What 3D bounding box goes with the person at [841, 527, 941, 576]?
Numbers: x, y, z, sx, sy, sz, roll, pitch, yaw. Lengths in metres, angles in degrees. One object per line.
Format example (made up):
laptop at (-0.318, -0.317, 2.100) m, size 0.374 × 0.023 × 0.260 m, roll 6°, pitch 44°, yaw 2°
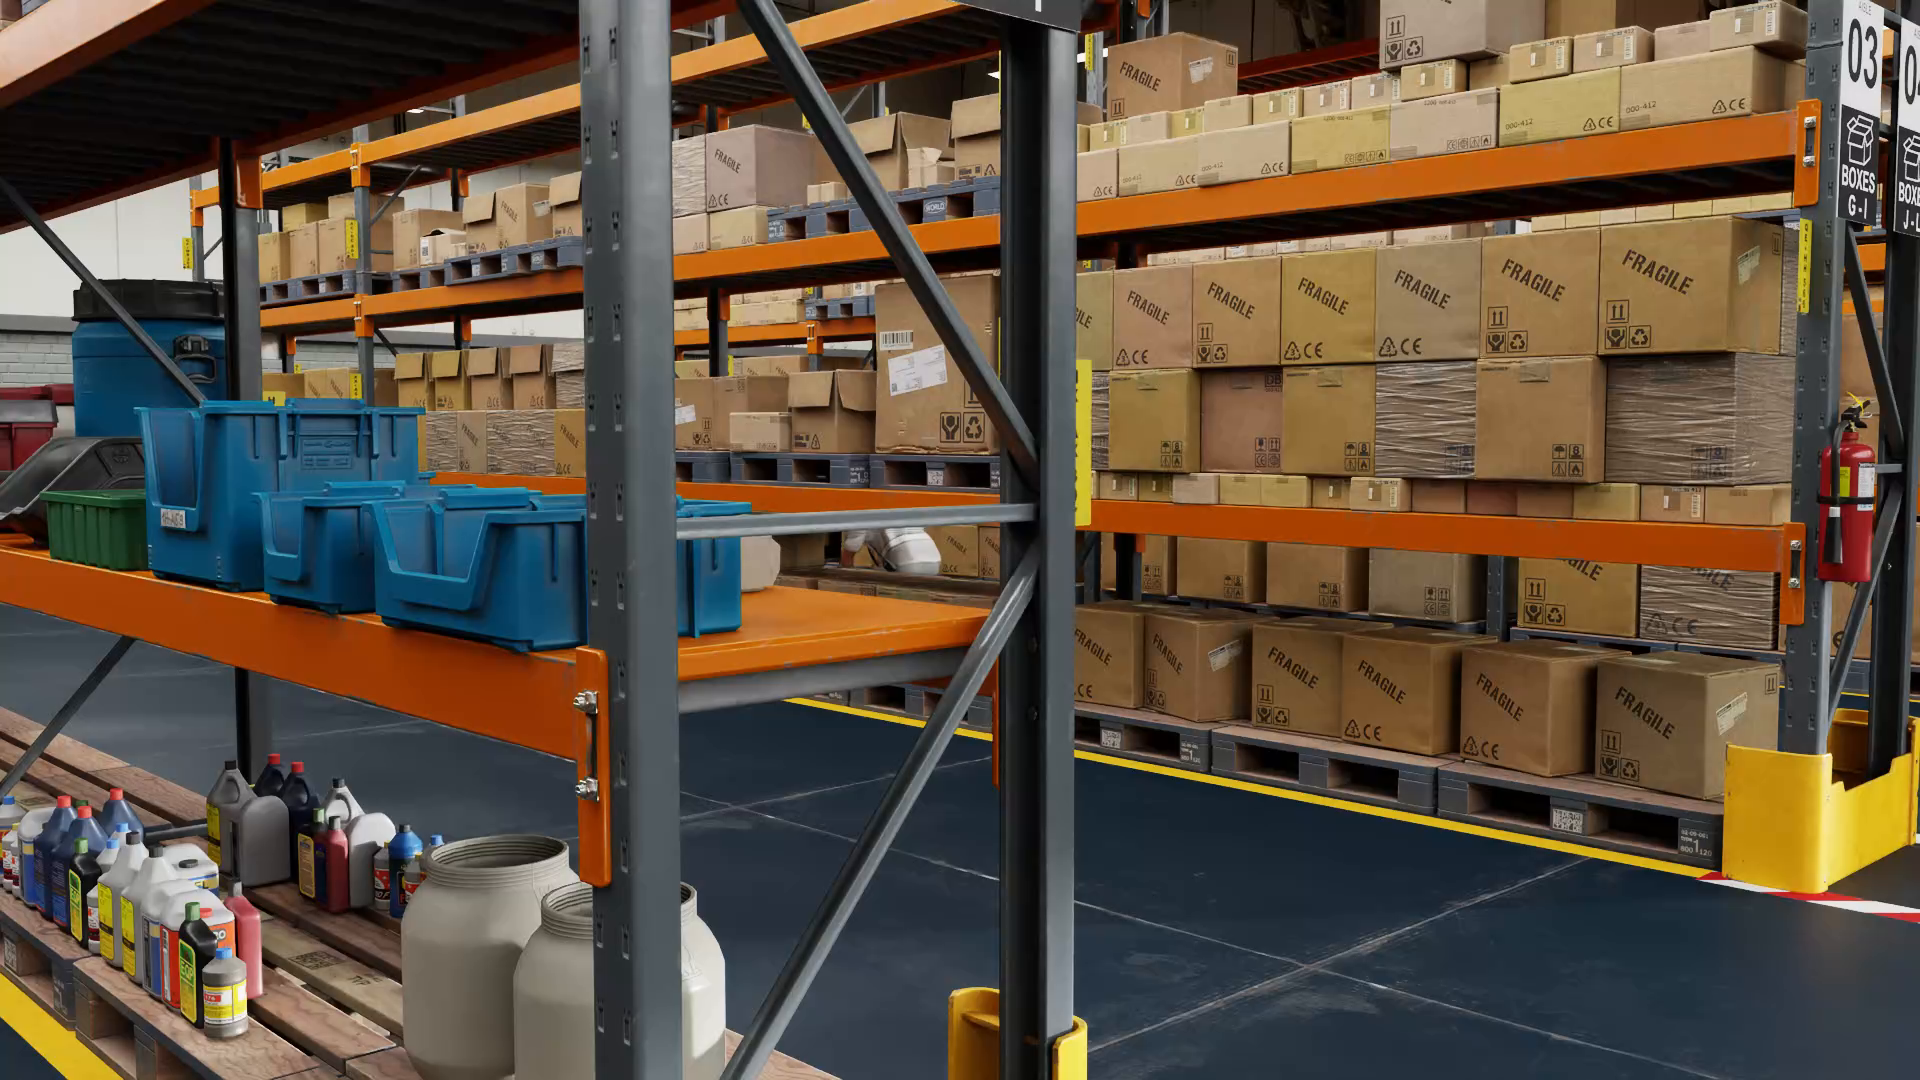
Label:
person at (-0.568, 0.215, 12.561) m, size 0.580 × 1.215 × 0.891 m, roll -4°, pitch 5°, yaw -44°
